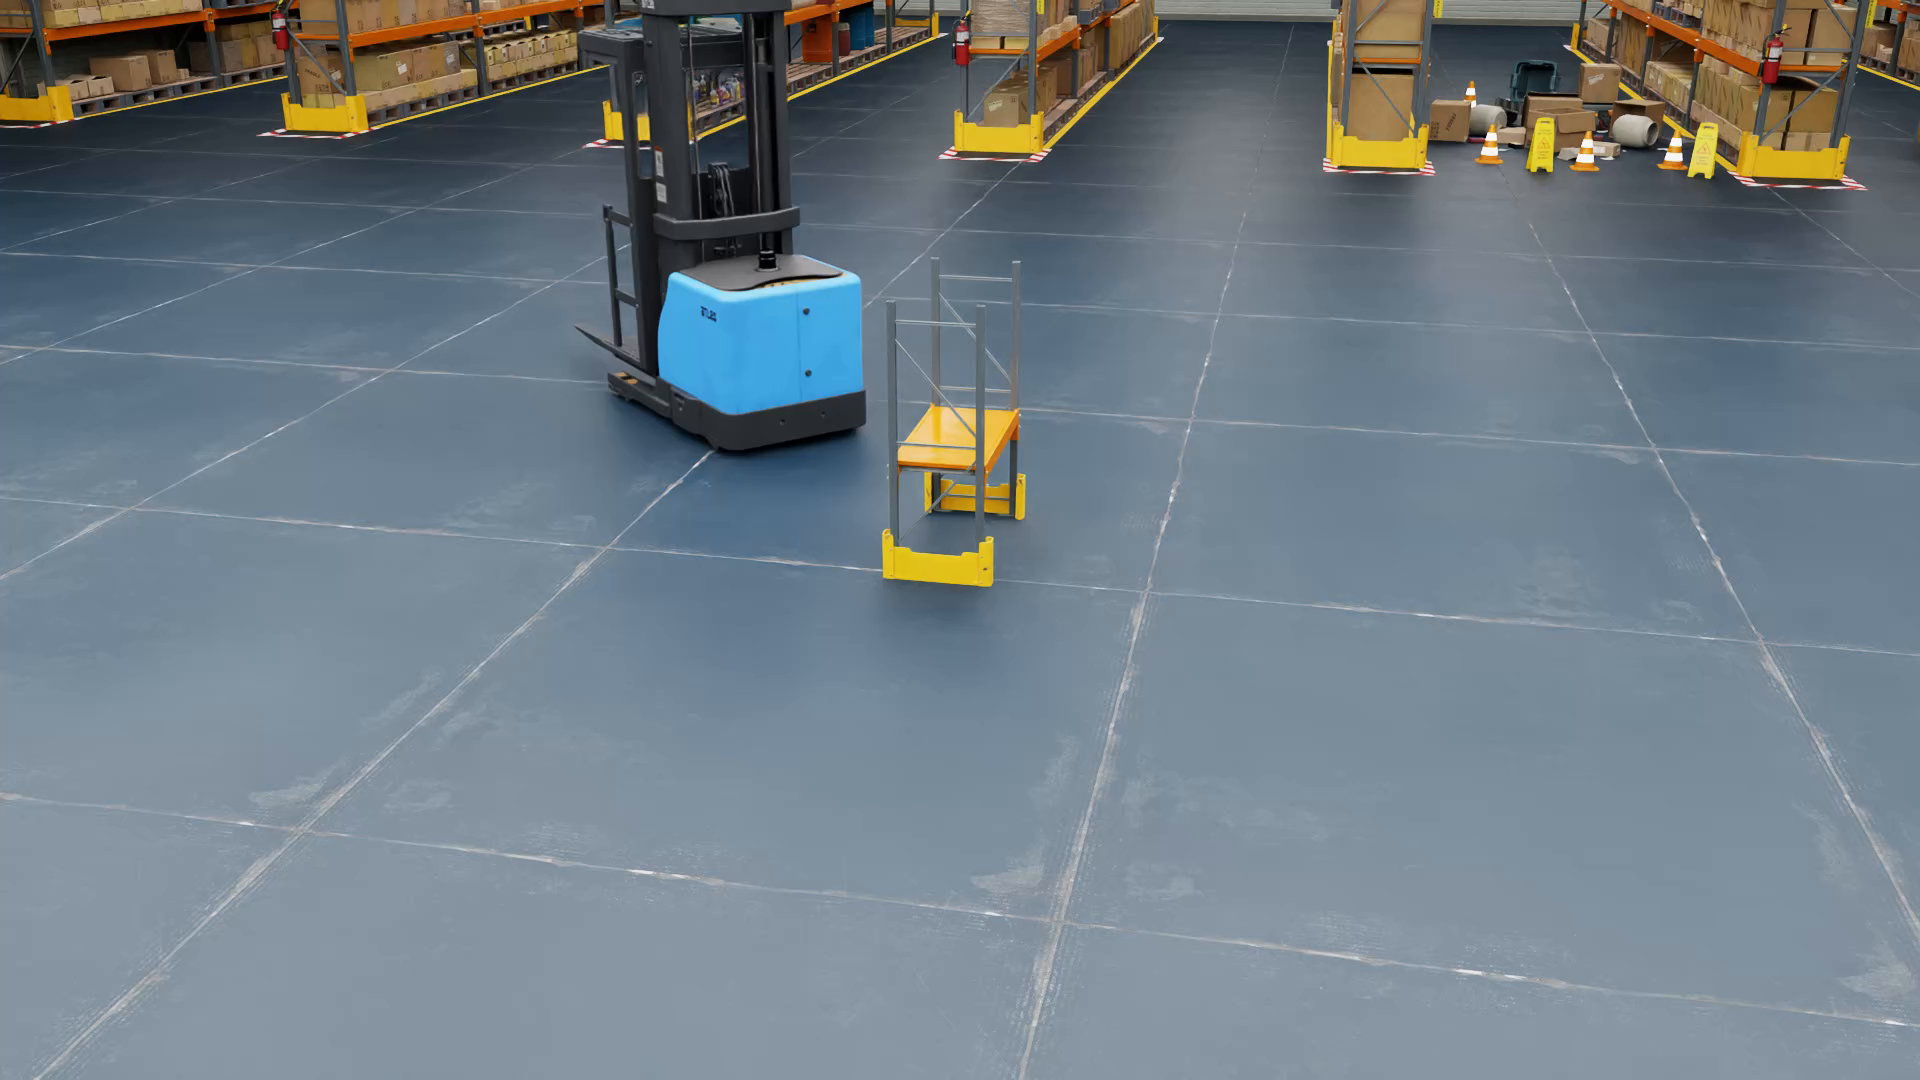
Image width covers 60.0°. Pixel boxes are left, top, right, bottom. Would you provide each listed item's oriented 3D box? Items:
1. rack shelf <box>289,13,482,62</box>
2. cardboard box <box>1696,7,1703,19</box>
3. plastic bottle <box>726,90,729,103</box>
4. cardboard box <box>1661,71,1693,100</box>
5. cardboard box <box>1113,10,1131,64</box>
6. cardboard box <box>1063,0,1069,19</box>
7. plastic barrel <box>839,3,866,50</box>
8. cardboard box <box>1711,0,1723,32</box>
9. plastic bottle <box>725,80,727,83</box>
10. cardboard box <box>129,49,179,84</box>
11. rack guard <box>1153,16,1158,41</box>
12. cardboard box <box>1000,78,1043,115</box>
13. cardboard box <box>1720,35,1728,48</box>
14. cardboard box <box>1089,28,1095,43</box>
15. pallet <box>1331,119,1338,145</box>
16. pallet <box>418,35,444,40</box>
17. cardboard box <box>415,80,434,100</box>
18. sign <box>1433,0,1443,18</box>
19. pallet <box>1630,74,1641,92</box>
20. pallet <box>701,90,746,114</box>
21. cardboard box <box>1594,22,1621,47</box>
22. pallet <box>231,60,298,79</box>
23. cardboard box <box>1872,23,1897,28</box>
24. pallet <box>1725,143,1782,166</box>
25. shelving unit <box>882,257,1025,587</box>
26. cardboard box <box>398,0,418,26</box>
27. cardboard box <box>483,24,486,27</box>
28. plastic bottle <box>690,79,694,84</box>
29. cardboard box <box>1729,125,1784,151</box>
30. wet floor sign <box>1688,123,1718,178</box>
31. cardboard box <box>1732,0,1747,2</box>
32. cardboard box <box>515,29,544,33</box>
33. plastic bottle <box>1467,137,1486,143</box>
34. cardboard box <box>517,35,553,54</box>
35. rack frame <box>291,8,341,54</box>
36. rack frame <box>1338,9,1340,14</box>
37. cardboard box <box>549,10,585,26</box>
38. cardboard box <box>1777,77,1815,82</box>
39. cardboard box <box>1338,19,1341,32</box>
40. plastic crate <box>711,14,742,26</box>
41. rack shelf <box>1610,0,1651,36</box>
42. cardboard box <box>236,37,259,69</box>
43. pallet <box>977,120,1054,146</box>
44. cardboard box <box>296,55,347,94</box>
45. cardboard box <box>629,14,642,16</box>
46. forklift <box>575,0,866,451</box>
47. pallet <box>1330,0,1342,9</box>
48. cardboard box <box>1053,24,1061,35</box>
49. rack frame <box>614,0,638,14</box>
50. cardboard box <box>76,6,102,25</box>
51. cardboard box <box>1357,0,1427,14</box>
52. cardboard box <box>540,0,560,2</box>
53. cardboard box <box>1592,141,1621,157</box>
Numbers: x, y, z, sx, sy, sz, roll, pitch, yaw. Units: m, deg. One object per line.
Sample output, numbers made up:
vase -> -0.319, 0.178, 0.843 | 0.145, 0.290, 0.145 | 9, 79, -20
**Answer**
rack shelf -> -8.784, -7.768, 25.588 | 1.077, 0.370, 4.000 | 4, 22, 11
cardboard box -> 10.858, -7.608, 24.004 | 0.380, 0.149, 0.250 | 5, 22, 12
plastic bottle -> -3.558, -6.735, 25.217 | 0.097, 0.201, 0.097 | 0, 22, 0
cardboard box -> 11.411, -7.006, 25.690 | 0.950, 0.372, 0.625 | 5, 23, 13
cardboard box -> 2.488, -9.325, 30.773 | 1.225, 0.875, 0.875 | 5, 22, 11
cardboard box -> 1.169, -8.101, 24.921 | 0.875, 0.500, 0.500 | 4, 22, 11
plastic barrel -> -2.167, -10.145, 32.774 | 0.600, 0.901, 0.708 | 4, 22, 11
cardboard box -> 10.581, -7.180, 22.635 | 0.500, 0.500, 0.500 | 4, 22, 11
plastic bottle -> -3.587, -6.951, 25.644 | 0.061, 0.283, 0.133 | 4, 22, 11
cardboard box -> -13.399, -7.871, 27.639 | 0.500, 0.500, 0.500 | 3, 22, 7
rack guard -> 3.775, -11.314, 36.778 | 1.175, 0.500, 0.348 | 4, 22, 11
cardboard box -> 0.884, -6.325, 23.826 | 0.500, 0.500, 0.500 | 7, 23, 16
cardboard box -> 10.374, -6.646, 22.178 | 0.380, 0.149, 0.250 | 5, 22, 11
cardboard box -> 2.030, -8.684, 28.655 | 0.500, 0.250, 0.500 | 5, 23, 13
pallet -> 5.678, -5.648, 23.095 | 1.003, 0.211, 1.213 | 4, 22, 11
pallet -> -11.677, -10.553, 35.275 | 1.003, 0.211, 1.213 | 4, 22, 11
cardboard box -> -8.557, -7.017, 25.880 | 0.500, 0.250, 0.500 | 4, 22, 11
sign -> 5.882, -6.592, 20.442 | 0.100, 0.325, 0.005 | 4, 22, 11
pallet -> 12.074, -7.773, 28.371 | 1.003, 0.211, 1.213 | 4, 22, 11
pallet -> -3.705, -6.918, 26.248 | 1.003, 0.211, 1.213 | 4, 22, 11
cardboard box -> 13.256, -10.132, 33.362 | 0.875, 0.438, 0.875 | 5, 22, 12
pallet -> -12.822, -8.648, 30.544 | 1.003, 0.211, 1.213 | 4, 22, 11
cardboard box -> 17.901, -9.842, 32.559 | 0.700, 0.500, 0.500 | 5, 23, 13
pallet -> 10.423, -4.887, 21.205 | 1.003, 0.211, 1.213 | 4, 22, 11
shelving unit -> -0.016, -0.668, 9.004 | 0.587, 1.500, 1.083 | 4, 22, 11
cardboard box -> -8.771, -8.153, 25.447 | 0.700, 0.500, 0.500 | 5, 23, 13
cardboard box -> -11.128, -11.807, 37.439 | 0.700, 0.500, 0.500 | 5, 22, 12
plastic bottle -> -4.130, -7.003, 25.790 | 0.097, 0.271, 0.097 | 0, 22, 0
cardboard box -> 10.113, -5.102, 21.126 | 0.500, 0.250, 0.500 | 4, 22, 11
wet floor sign -> 9.120, -4.778, 20.354 | 0.267, 0.644, 0.232 | 13, 25, 29
cardboard box -> 10.211, -7.089, 21.069 | 0.700, 0.500, 0.500 | 4, 22, 10
cardboard box -> -7.954, -9.306, 30.813 | 0.500, 0.311, 0.500 | 5, 23, 13
plastic bottle -> 7.182, -5.531, 23.006 | 0.283, 0.061, 0.133 | -3, 22, -8
cardboard box -> -7.631, -8.890, 29.780 | 0.500, 0.311, 0.500 | 4, 22, 11
rack frame -> -12.410, -10.672, 31.837 | 1.000, 3.000, 0.127 | 4, 22, 11
rack frame -> 8.605, -12.050, 35.258 | 1.000, 3.000, 0.127 | 4, 22, 11
cardboard box -> -7.591, -10.069, 32.093 | 0.500, 0.250, 0.500 | 5, 23, 13
cardboard box -> 10.859, -5.782, 21.810 | 0.500, 0.500, 0.500 | 5, 22, 12
cardboard box -> 7.165, -9.339, 30.307 | 0.500, 0.250, 0.500 | 5, 23, 13
plastic crate -> -3.487, -7.959, 25.301 | 0.499, 0.251, 0.616 | 4, 22, 11
rack shelf -> 12.247, -9.182, 29.099 | 1.077, 0.370, 4.000 | 4, 22, 11
cardboard box -> -13.036, -8.717, 29.740 | 0.700, 0.500, 0.500 | 4, 22, 10
pallet -> 0.721, -5.642, 23.080 | 1.003, 0.211, 1.213 | 4, 22, 11
cardboard box -> -9.374, -6.856, 24.476 | 0.500, 0.500, 0.500 | 4, 22, 11
cardboard box -> -6.563, -10.601, 34.417 | 0.500, 0.500, 0.500 | 4, 22, 11
forklift -> -1.866, -2.424, 11.448 | 1.130, 2.935, 3.031 | -14, 26, -31
pallet -> 7.014, -9.304, 28.697 | 1.213, 0.211, 1.003 | 4, 22, 11
cardboard box -> 1.245, -7.311, 23.829 | 0.380, 0.149, 0.250 | 4, 22, 11
rack frame -> -6.743, -11.759, 34.535 | 1.000, 3.000, 0.127 | 4, 22, 11
cardboard box -> -13.540, -8.031, 25.454 | 0.500, 0.250, 0.500 | 4, 22, 9
cardboard box -> 5.454, -6.902, 20.829 | 0.875, 0.550, 0.550 | 4, 22, 11
cardboard box -> -7.473, -9.829, 30.080 | 0.380, 0.149, 0.250 | 4, 22, 11
cardboard box -> 8.497, -5.169, 21.988 | 0.380, 0.149, 0.250 | 18, 28, 38
